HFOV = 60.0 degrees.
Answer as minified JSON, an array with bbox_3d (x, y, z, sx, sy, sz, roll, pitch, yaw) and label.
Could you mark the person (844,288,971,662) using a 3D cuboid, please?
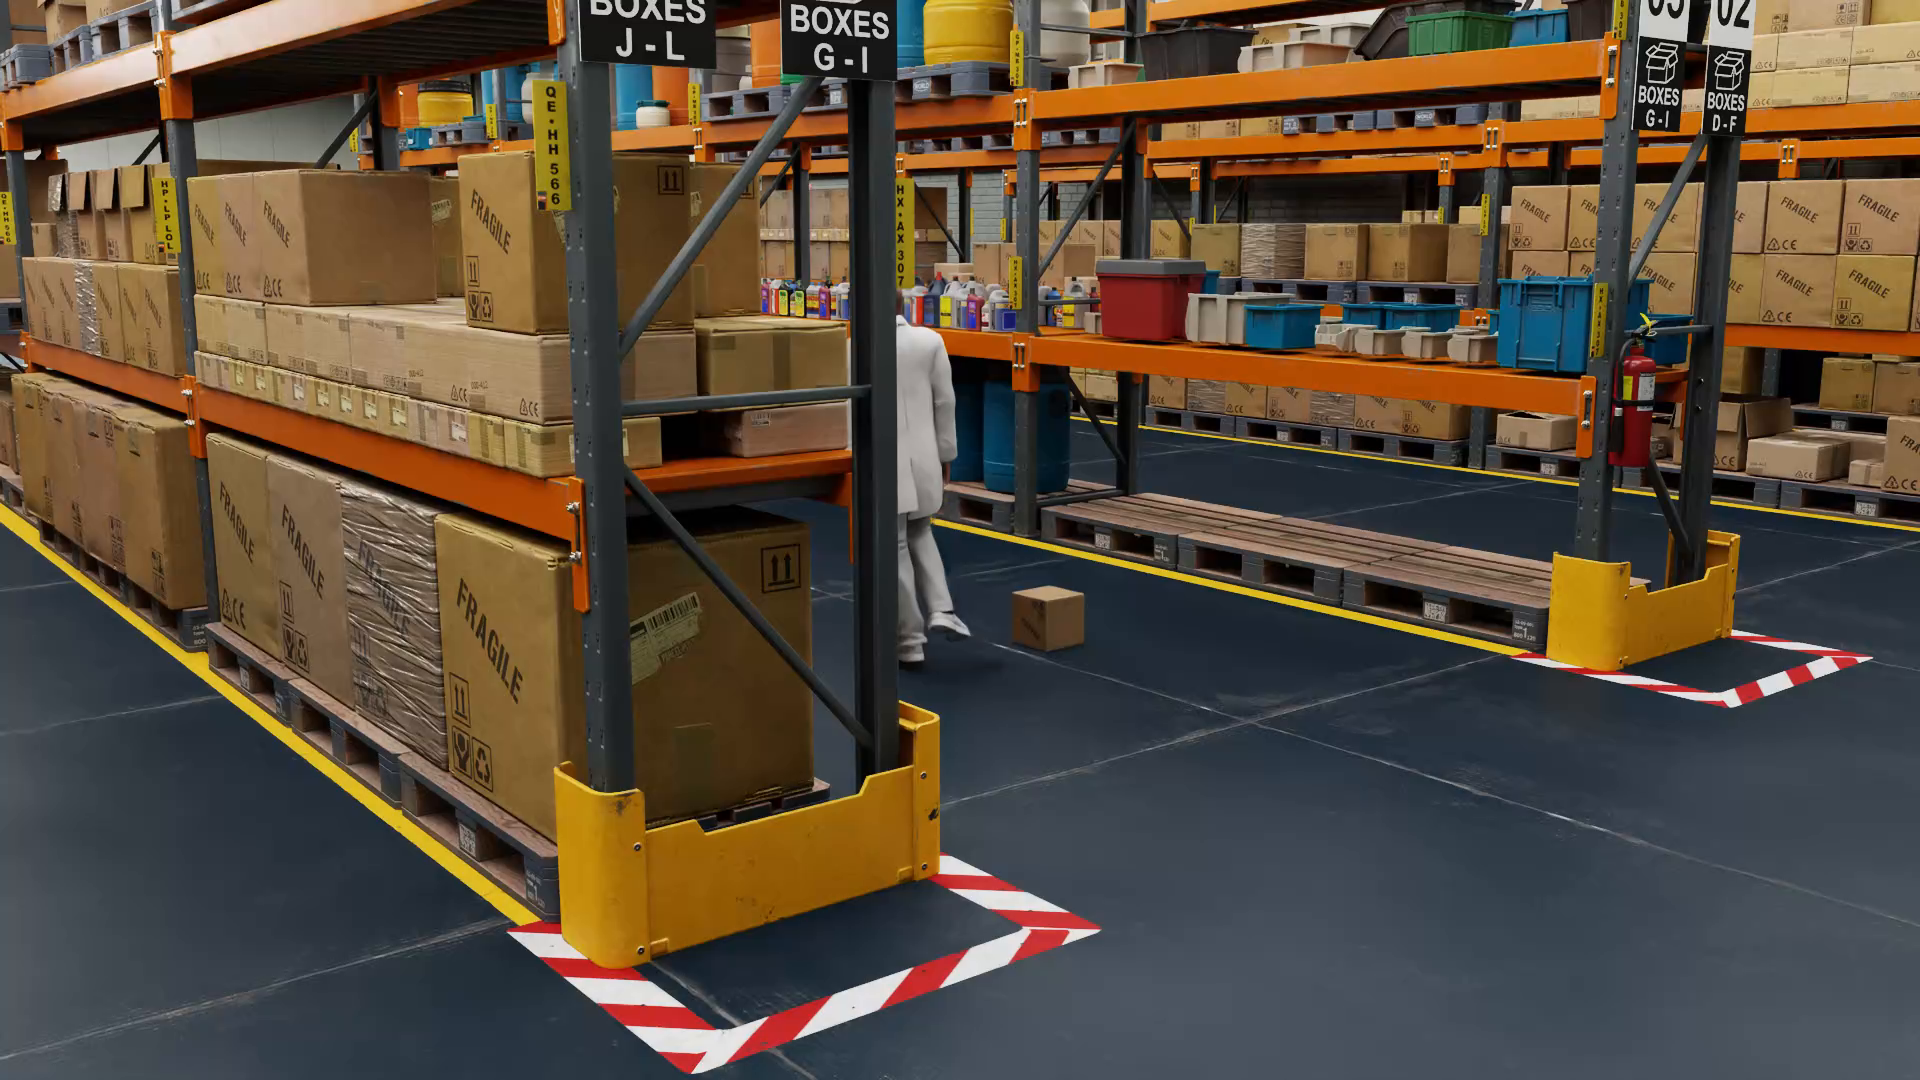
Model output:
[{"bbox_3d":[-0.284,-0.342,7.669,0.717,1.769,0.525,-6,12,-29],"label":"person"}]
